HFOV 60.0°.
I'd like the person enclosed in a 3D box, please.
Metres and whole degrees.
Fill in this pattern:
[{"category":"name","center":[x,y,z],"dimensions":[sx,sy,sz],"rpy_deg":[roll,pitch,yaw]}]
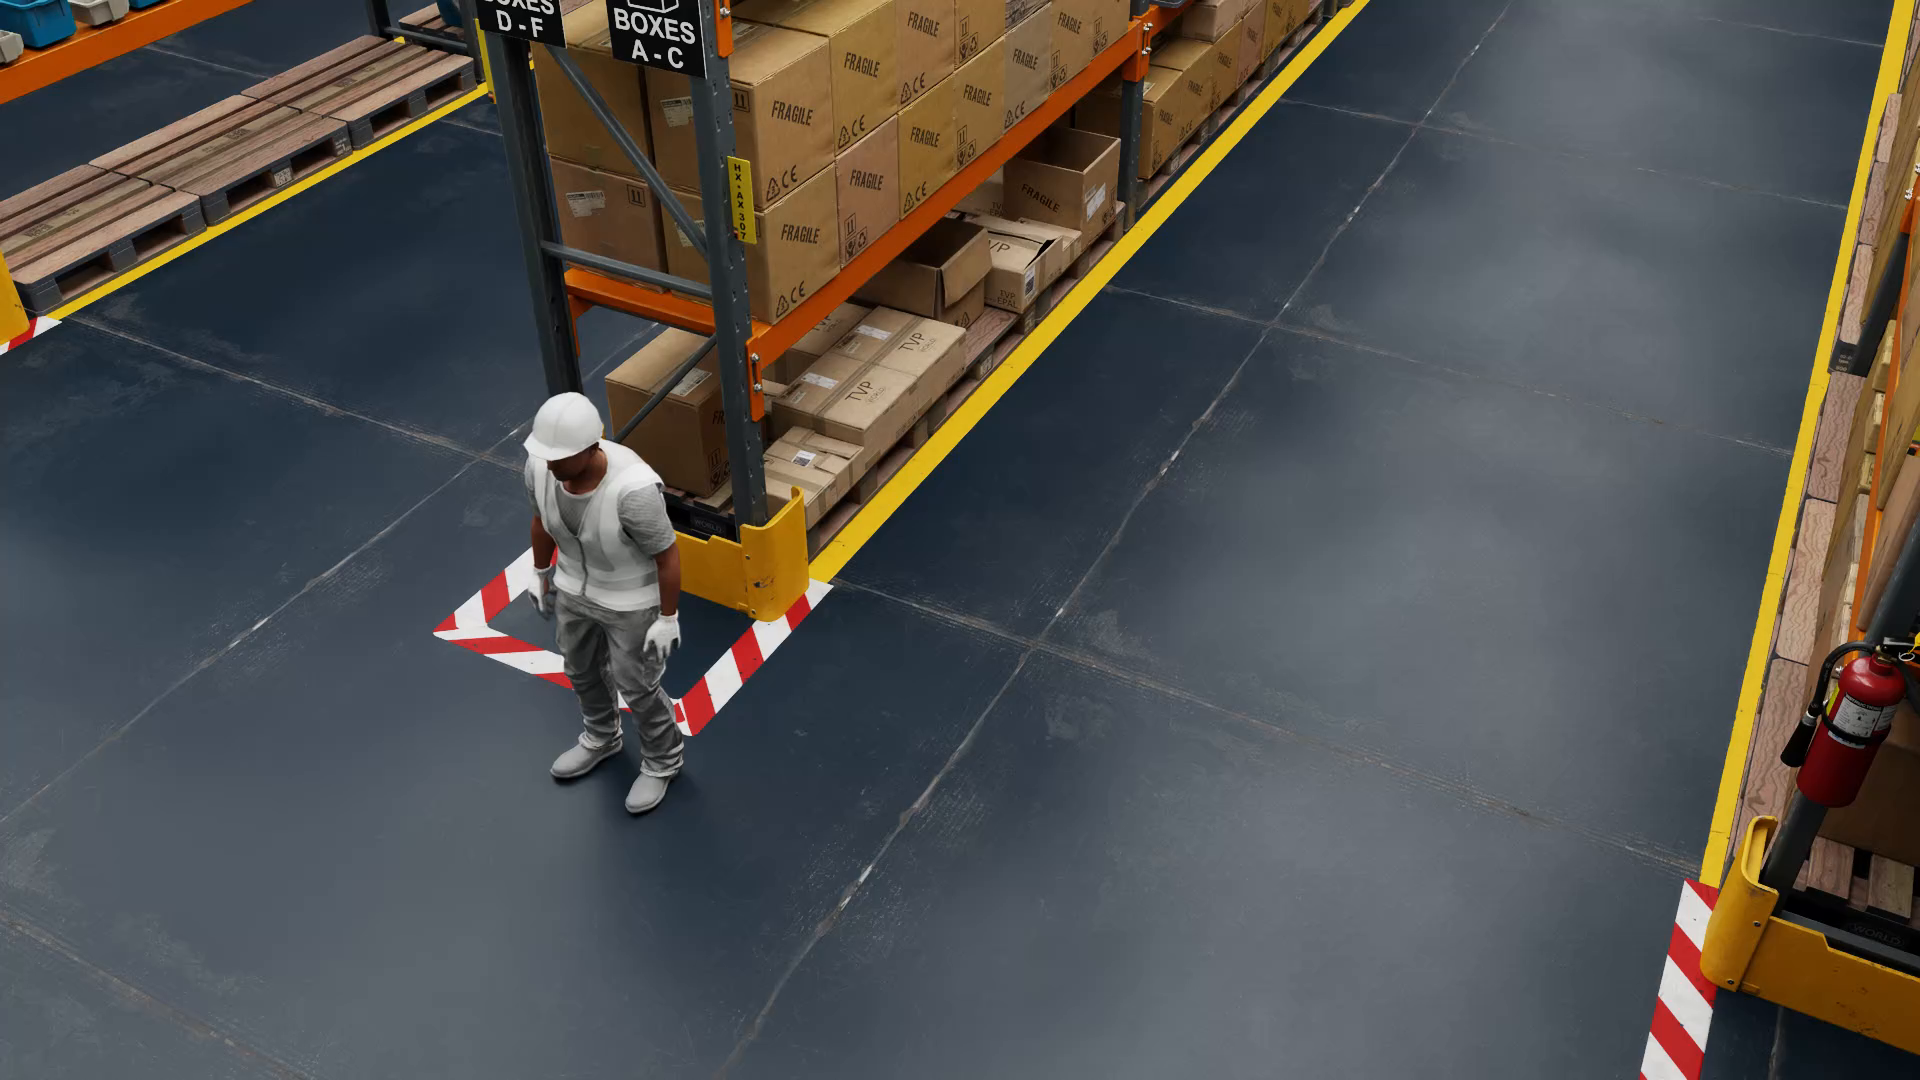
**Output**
[{"category":"person","center":[-1.253,0.209,5.872],"dimensions":[0.625,1.773,0.451],"rpy_deg":[18,41,22]}]
